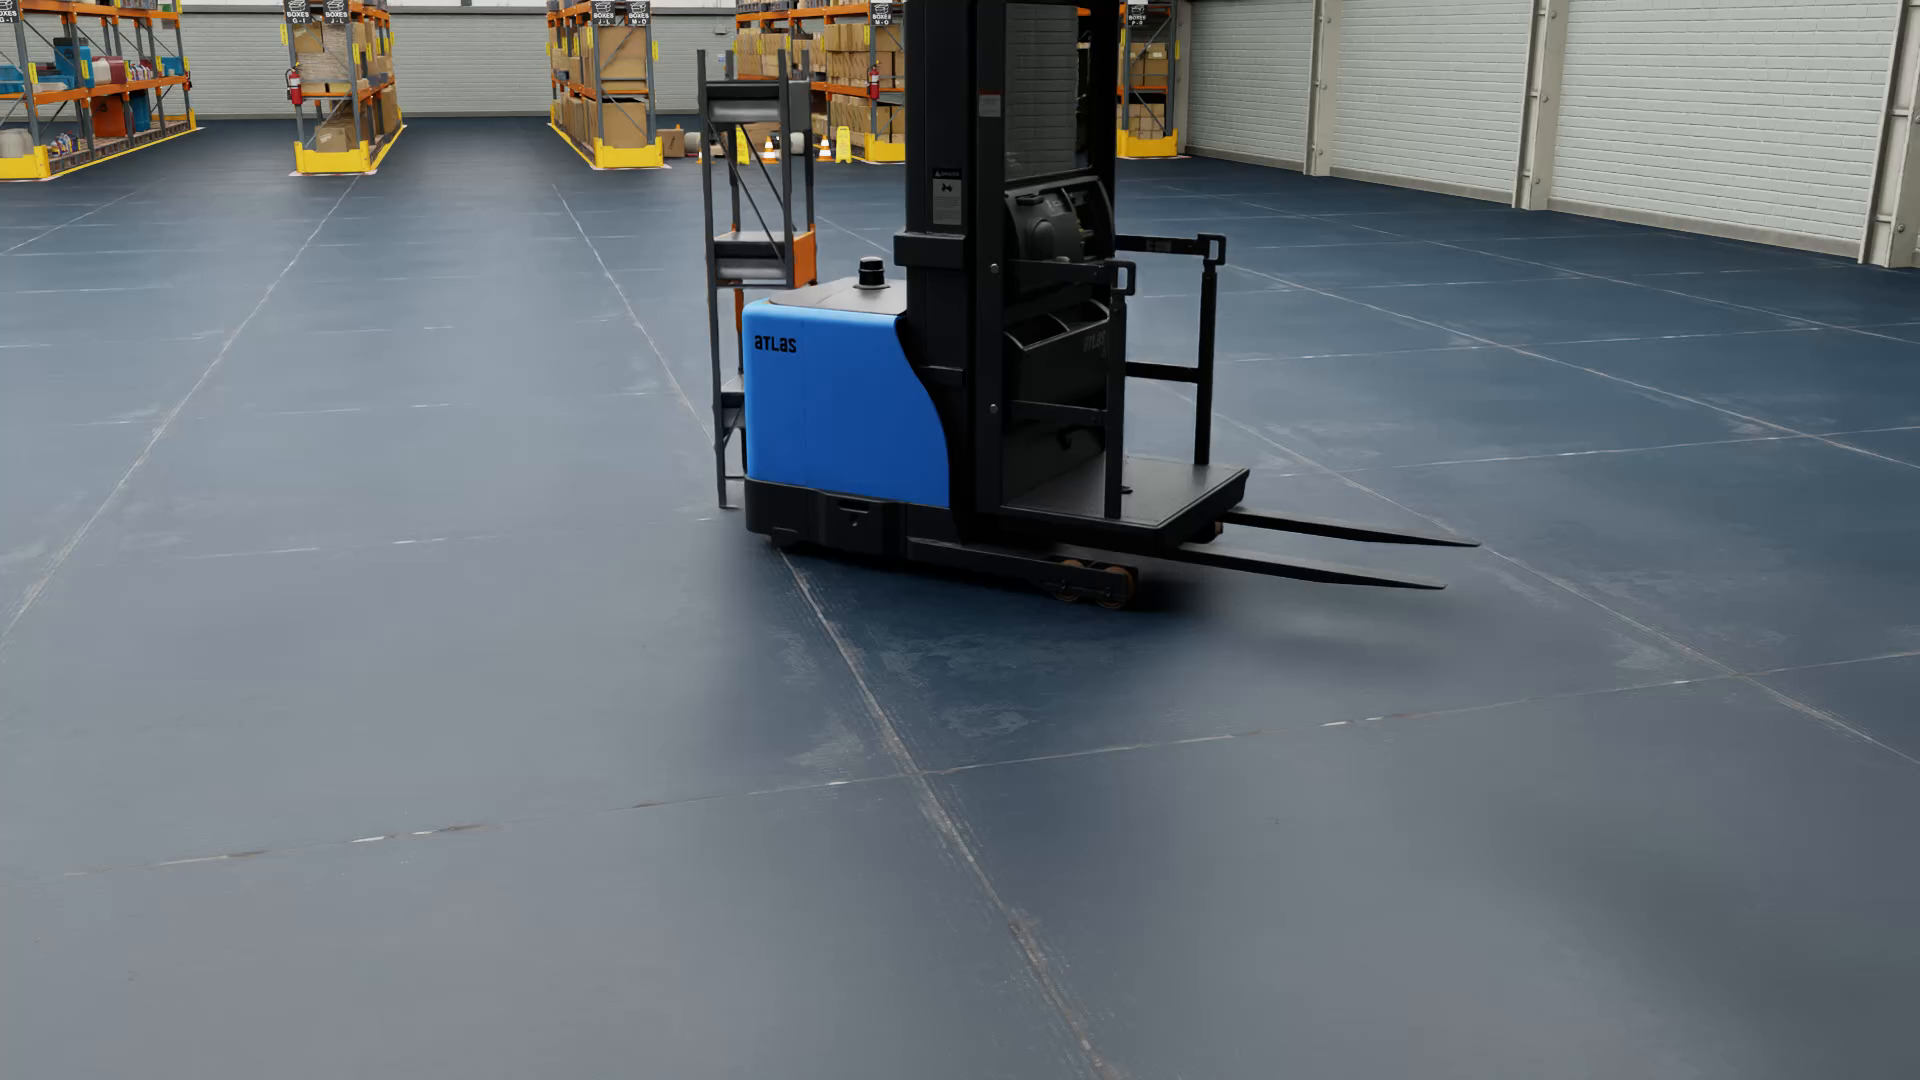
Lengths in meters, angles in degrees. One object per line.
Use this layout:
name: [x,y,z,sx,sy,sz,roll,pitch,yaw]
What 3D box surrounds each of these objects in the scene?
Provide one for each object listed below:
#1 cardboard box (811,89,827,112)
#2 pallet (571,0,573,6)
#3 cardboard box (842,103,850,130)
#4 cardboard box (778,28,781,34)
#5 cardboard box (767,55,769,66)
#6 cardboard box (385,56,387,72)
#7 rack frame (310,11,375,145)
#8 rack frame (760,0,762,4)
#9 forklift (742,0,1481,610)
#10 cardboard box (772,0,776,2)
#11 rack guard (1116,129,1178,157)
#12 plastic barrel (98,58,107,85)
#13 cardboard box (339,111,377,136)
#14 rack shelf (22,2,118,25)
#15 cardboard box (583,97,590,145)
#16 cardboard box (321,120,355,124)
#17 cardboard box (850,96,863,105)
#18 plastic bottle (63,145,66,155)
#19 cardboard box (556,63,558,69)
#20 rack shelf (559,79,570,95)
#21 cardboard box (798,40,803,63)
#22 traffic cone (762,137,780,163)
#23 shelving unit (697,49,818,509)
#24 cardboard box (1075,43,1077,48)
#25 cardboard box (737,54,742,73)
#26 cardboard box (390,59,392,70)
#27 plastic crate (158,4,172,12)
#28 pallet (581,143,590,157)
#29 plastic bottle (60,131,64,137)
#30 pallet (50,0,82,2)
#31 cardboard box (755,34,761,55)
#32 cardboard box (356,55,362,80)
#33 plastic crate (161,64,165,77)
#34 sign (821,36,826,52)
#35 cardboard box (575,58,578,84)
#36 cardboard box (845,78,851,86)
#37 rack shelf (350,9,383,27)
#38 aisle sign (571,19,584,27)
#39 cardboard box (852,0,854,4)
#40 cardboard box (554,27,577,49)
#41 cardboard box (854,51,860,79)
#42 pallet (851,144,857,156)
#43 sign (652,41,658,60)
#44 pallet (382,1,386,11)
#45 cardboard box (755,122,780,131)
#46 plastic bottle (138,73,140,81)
cardboard box: [-3.463,-10.103,38.834,0.875,0.875,0.875,-5,17,-16]
pallet: [-7.546,-11.165,34.522,1.003,0.211,1.213,-4,17,-13]
cardboard box: [-2.052,-8.383,32.892,0.500,0.500,0.500,-4,17,-12]
cardboard box: [-4.375,-12.843,41.953,0.380,0.149,0.250,-4,17,-14]
cardboard box: [-4.432,-11.709,40.611,0.500,0.250,0.500,-4,17,-14]
cardboard box: [-13.590,-10.984,38.632,0.500,0.500,0.500,-5,17,-15]
rack frame: [-11.782,-8.831,31.639,1.000,3.000,0.127,-5,17,-15]
rack frame: [-4.452,-14.701,40.751,1.000,3.000,0.127,-5,17,-15]
forklift: [0.595,-1.305,6.700,3.031,2.935,1.130,9,19,27]
cardboard box: [-4.116,-12.872,38.971,0.500,0.500,0.500,-5,17,-15]
rack guard: [3.624,-7.698,32.211,1.175,0.500,0.348,-5,17,-15]
plastic barrel: [-17.040,-9.216,32.724,0.421,0.512,0.421,0,17,0]
cardboard box: [-12.678,-8.768,35.007,0.700,0.500,0.500,-6,18,-18]
rack shelf: [-17.094,-10.085,31.849,1.077,0.370,4.000,-5,17,-15]
cardboard box: [-6.880,-8.200,32.499,0.875,0.875,0.875,-4,17,-14]
cardboard box: [-11.546,-7.564,31.034,0.500,0.500,0.500,1,17,2]
cardboard box: [-1.928,-8.503,32.163,0.380,0.149,0.250,-4,17,-13]
plastic bottle: [-15.793,-6.880,29.242,0.097,0.201,0.097,0,17,0]
cardboard box: [-9.088,-10.913,38.276,0.380,0.149,0.250,-6,18,-18]
rack shelf: [-8.634,-10.511,38.480,1.077,0.370,4.000,-5,17,-15]
cardboard box: [-3.302,-10.827,36.860,0.500,0.500,0.500,-4,17,-12]
traffic cone: [-3.487,-7.129,30.380,0.336,0.463,0.334,-5,17,-15]
shelving unit: [-0.928,-1.225,7.864,0.431,2.100,0.503,2,16,7]
cardboard box: [2.530,-10.183,34.321,0.380,0.149,0.250,-4,17,-14]
cardboard box: [-5.696,-12.827,44.765,0.500,0.500,0.500,-5,17,-16]
cardboard box: [-14.413,-11.827,41.356,0.500,0.250,0.500,-5,18,-17]
plastic crate: [-19.297,-12.844,40.151,0.450,0.188,0.336,-5,17,-15]
pallet: [-6.852,-7.644,32.532,1.003,0.211,1.213,-5,17,-15]
plastic bottle: [-16.229,-7.215,30.098,0.144,0.351,0.185,-5,17,-15]
pallet: [-16.252,-9.594,29.292,1.213,0.211,1.003,-5,17,-15]
cardboard box: [-4.847,-12.463,41.818,0.500,0.500,0.500,-5,17,-16]
cardboard box: [-11.380,-8.621,30.247,0.875,0.500,0.500,-5,17,-15]
plastic crate: [-18.985,-11.062,39.165,0.437,0.282,0.530,-5,17,-15]
sign: [-2.786,-10.125,33.931,0.100,0.325,0.005,-5,17,-15]
cardboard box: [-7.525,-9.507,33.712,0.500,0.500,0.500,-5,17,-16]
cardboard box: [-2.037,-8.960,32.504,0.380,0.149,0.250,-5,17,-15]
rack shelf: [-13.431,-11.583,36.836,1.077,0.370,4.000,-5,17,-15]
aisle sign: [-10.015,-13.804,43.674,0.394,0.787,0.004,-5,17,-15]
cardboard box: [-1.846,-10.258,31.610,0.380,0.149,0.250,-5,17,-17]
cardboard box: [-9.573,-12.186,40.379,0.500,0.500,0.500,-5,18,-17]
cardboard box: [-1.702,-8.966,31.396,0.500,0.500,0.500,-5,17,-15]
pallet: [-1.696,-7.758,32.914,1.003,0.211,1.213,-5,17,-15]
sign: [-5.351,-8.584,29.172,0.100,0.325,0.005,-5,17,-15]
pallet: [-14.527,-13.002,40.464,1.003,0.211,1.213,-5,17,-15]
cardboard box: [-3.957,-8.631,34.002,0.500,0.500,0.500,-5,17,-15]
plastic bottle: [-17.926,-10.102,36.215,0.097,0.201,0.097,0,17,0]
